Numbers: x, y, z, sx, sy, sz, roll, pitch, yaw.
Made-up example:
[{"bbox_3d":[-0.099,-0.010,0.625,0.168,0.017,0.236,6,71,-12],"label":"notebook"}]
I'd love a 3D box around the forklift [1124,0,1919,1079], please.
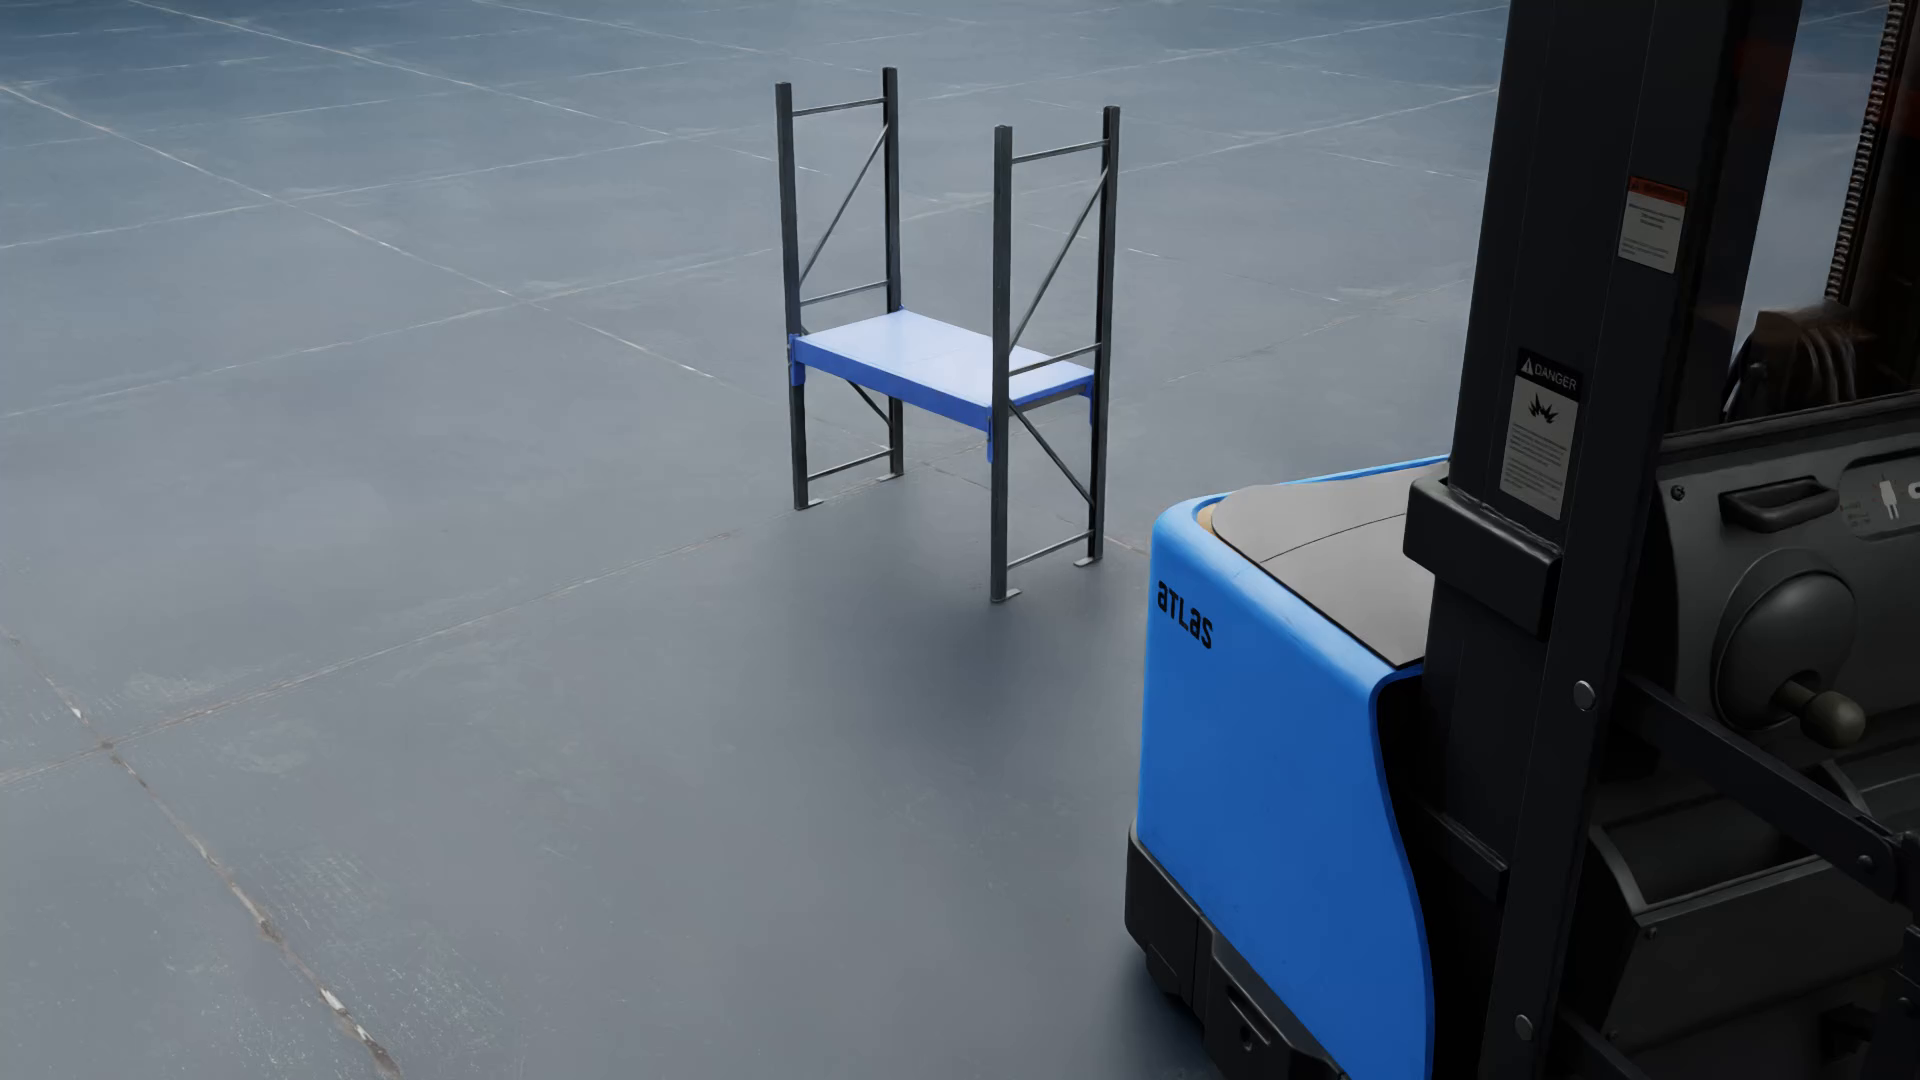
[{"bbox_3d":[1.403,0.056,2.095,1.130,2.935,3.031,-10,26,-21],"label":"forklift"}]

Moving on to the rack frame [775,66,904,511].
[{"bbox_3d":[-0.406,-0.862,5.833,0.500,1.500,0.032,-21,32,-38],"label":"rack frame"}]

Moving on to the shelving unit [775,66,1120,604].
[{"bbox_3d":[-0.058,-0.708,5.495,0.538,1.500,1.048,-21,32,-38],"label":"shelving unit"}]

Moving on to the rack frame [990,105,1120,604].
[{"bbox_3d":[0.289,-0.554,5.158,0.500,1.500,0.032,-21,32,-38],"label":"rack frame"}]

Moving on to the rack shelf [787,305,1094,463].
[{"bbox_3d":[-0.058,-0.545,5.570,0.538,0.185,1.000,-21,32,-38],"label":"rack shelf"}]
